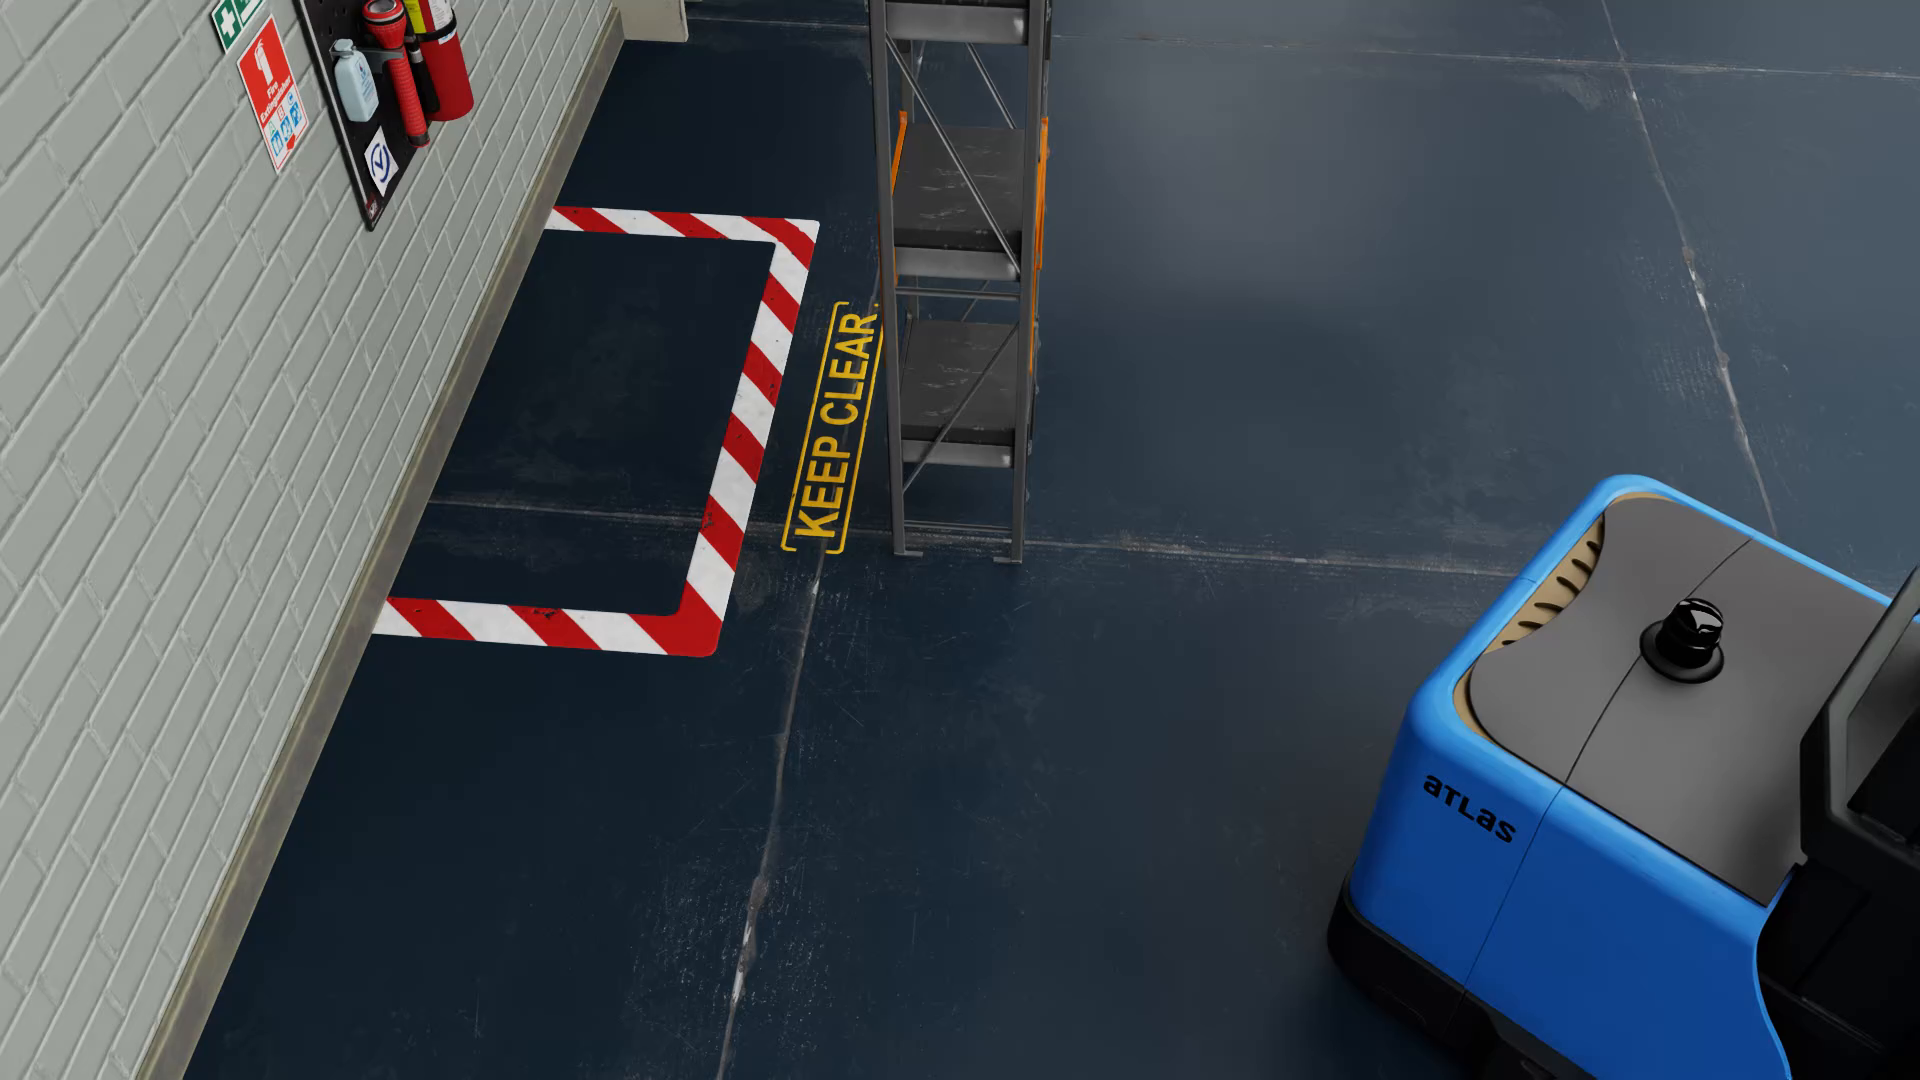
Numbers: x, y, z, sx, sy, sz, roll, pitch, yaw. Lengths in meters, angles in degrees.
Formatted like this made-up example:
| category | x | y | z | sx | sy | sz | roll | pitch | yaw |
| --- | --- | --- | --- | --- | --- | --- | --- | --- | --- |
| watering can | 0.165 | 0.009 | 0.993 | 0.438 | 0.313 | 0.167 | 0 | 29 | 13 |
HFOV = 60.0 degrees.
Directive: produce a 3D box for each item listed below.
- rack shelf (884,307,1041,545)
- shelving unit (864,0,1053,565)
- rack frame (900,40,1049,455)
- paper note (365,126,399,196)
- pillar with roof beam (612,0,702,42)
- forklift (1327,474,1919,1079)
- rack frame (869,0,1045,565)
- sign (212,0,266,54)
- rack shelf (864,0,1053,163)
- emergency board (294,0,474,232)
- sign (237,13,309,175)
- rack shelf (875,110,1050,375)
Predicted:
| category | x | y | z | sx | sy | sz | roll | pitch | yaw |
| --- | --- | --- | --- | --- | --- | --- | --- | --- | --- |
| rack shelf | 0.015 | -0.349 | 5.113 | 0.431 | 0.518 | 0.480 | 4 | 48 | 4 |
| shelving unit | 0.015 | -0.830 | 4.586 | 0.431 | 2.100 | 0.503 | 4 | 48 | 4 |
| rack frame | 0.037 | -1.010 | 4.750 | 0.400 | 2.100 | 0.015 | 4 | 48 | 4 |
| paper note | -1.675 | -1.097 | 4.818 | 0.016 | 0.148 | 0.142 | 4 | 48 | 4 |
| pillar with roof beam | 2.960 | -5.068 | 3.787 | 9.100 | 9.000 | 0.400 | 4 | 48 | 4 |
| forklift | 2.369 | 0.540 | 2.770 | 3.031 | 2.935 | 1.130 | 33 | 56 | 27 |
| rack frame | -0.007 | -0.651 | 4.422 | 0.400 | 2.100 | 0.015 | 4 | 48 | 4 |
| sign | -1.734 | -1.314 | 4.036 | 0.001 | 0.109 | 0.331 | 4 | 48 | 4 |
| rack shelf | 0.015 | -1.294 | 4.080 | 0.431 | 0.518 | 0.480 | 4 | 48 | 4 |
| emergency board | -1.590 | -1.520 | 4.607 | 0.194 | 1.169 | 0.643 | 4 | 48 | 4 |
| sign | -1.743 | -1.133 | 4.229 | 0.001 | 0.329 | 0.234 | 4 | 48 | 4 |
| rack shelf | 0.015 | -0.821 | 4.597 | 0.431 | 0.518 | 0.480 | 4 | 48 | 4 |
